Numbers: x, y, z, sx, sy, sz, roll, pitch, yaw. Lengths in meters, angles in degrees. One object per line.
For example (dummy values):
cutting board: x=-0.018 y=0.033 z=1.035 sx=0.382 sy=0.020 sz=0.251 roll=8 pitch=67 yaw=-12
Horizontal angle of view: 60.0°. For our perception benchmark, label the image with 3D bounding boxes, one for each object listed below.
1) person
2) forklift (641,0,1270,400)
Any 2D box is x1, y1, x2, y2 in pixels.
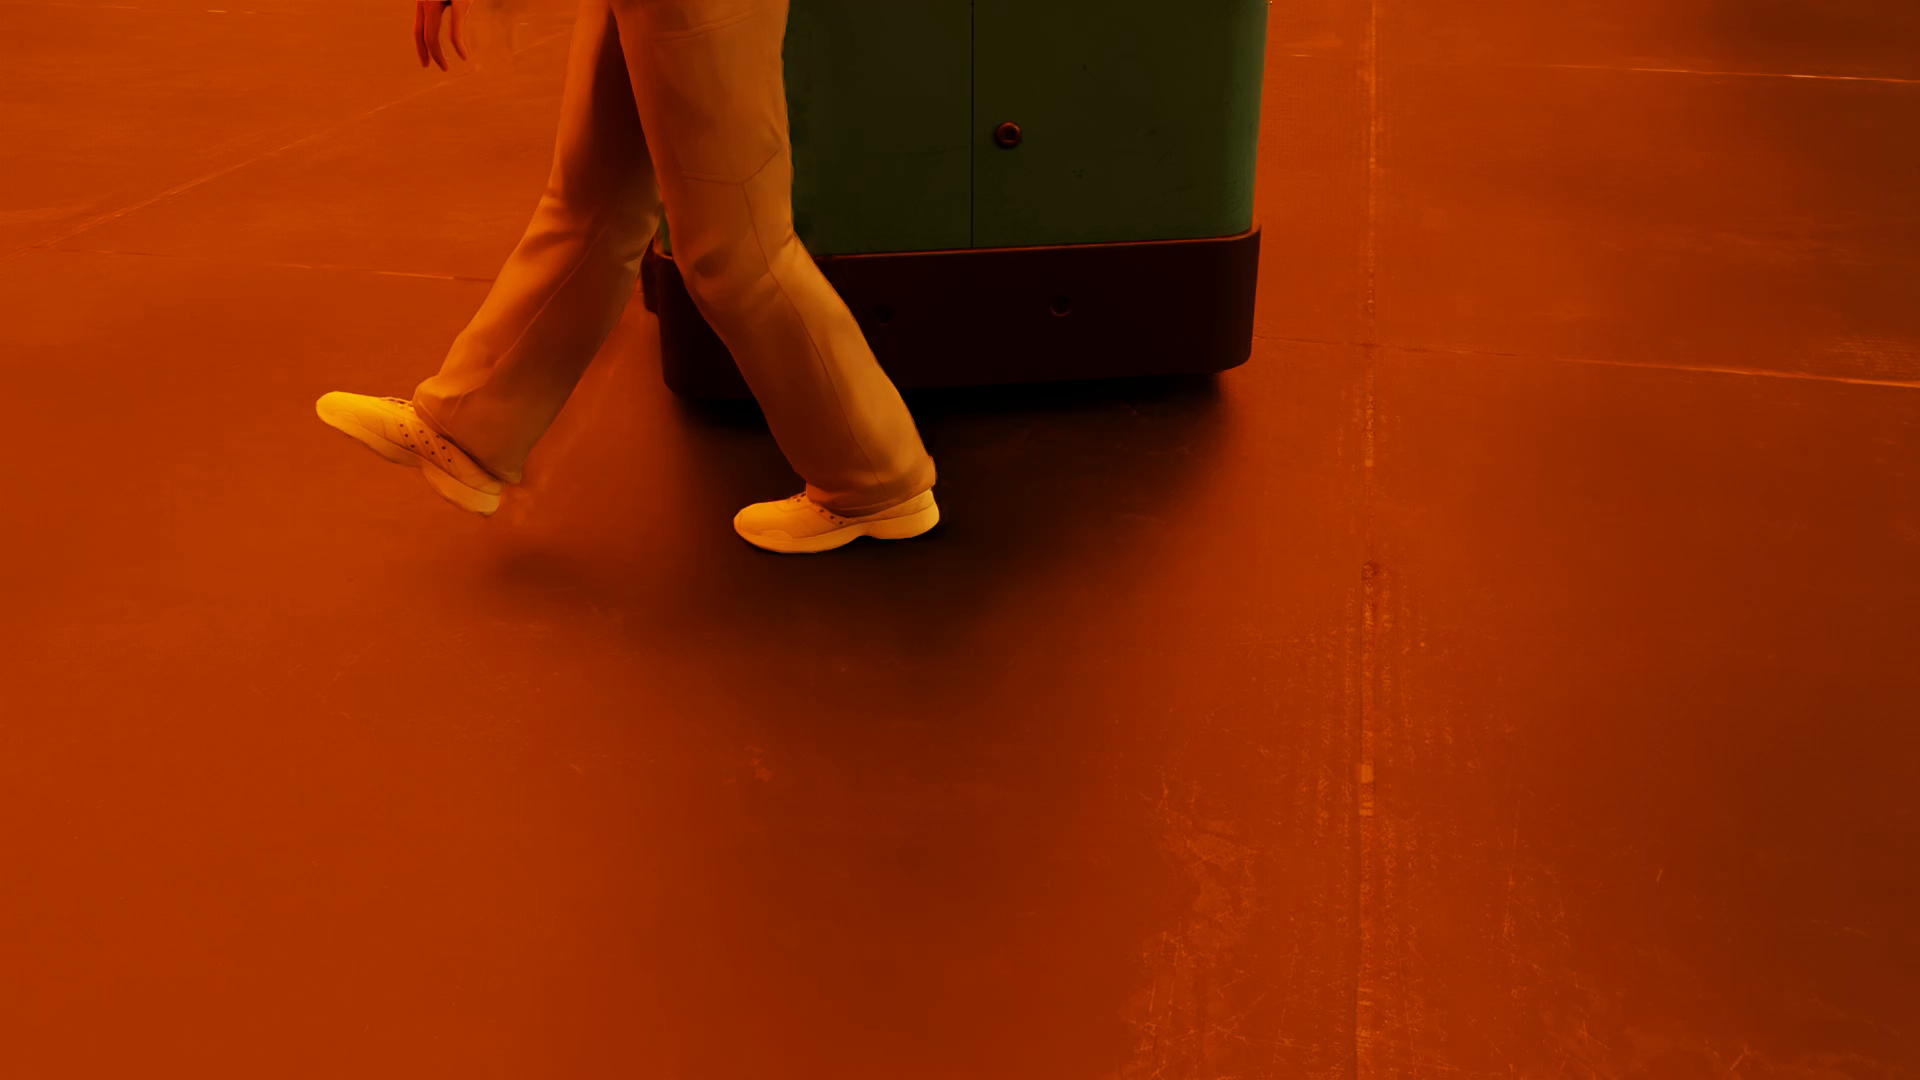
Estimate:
person: x=-0.494 y=-0.752 z=2.187 sx=0.910 sy=1.629 sz=0.620 roll=-4 pitch=27 yaw=-7
forklift: x=-0.208 y=-2.183 z=3.574 sx=1.130 sy=2.935 sz=3.031 roll=-4 pitch=27 yaw=-8
